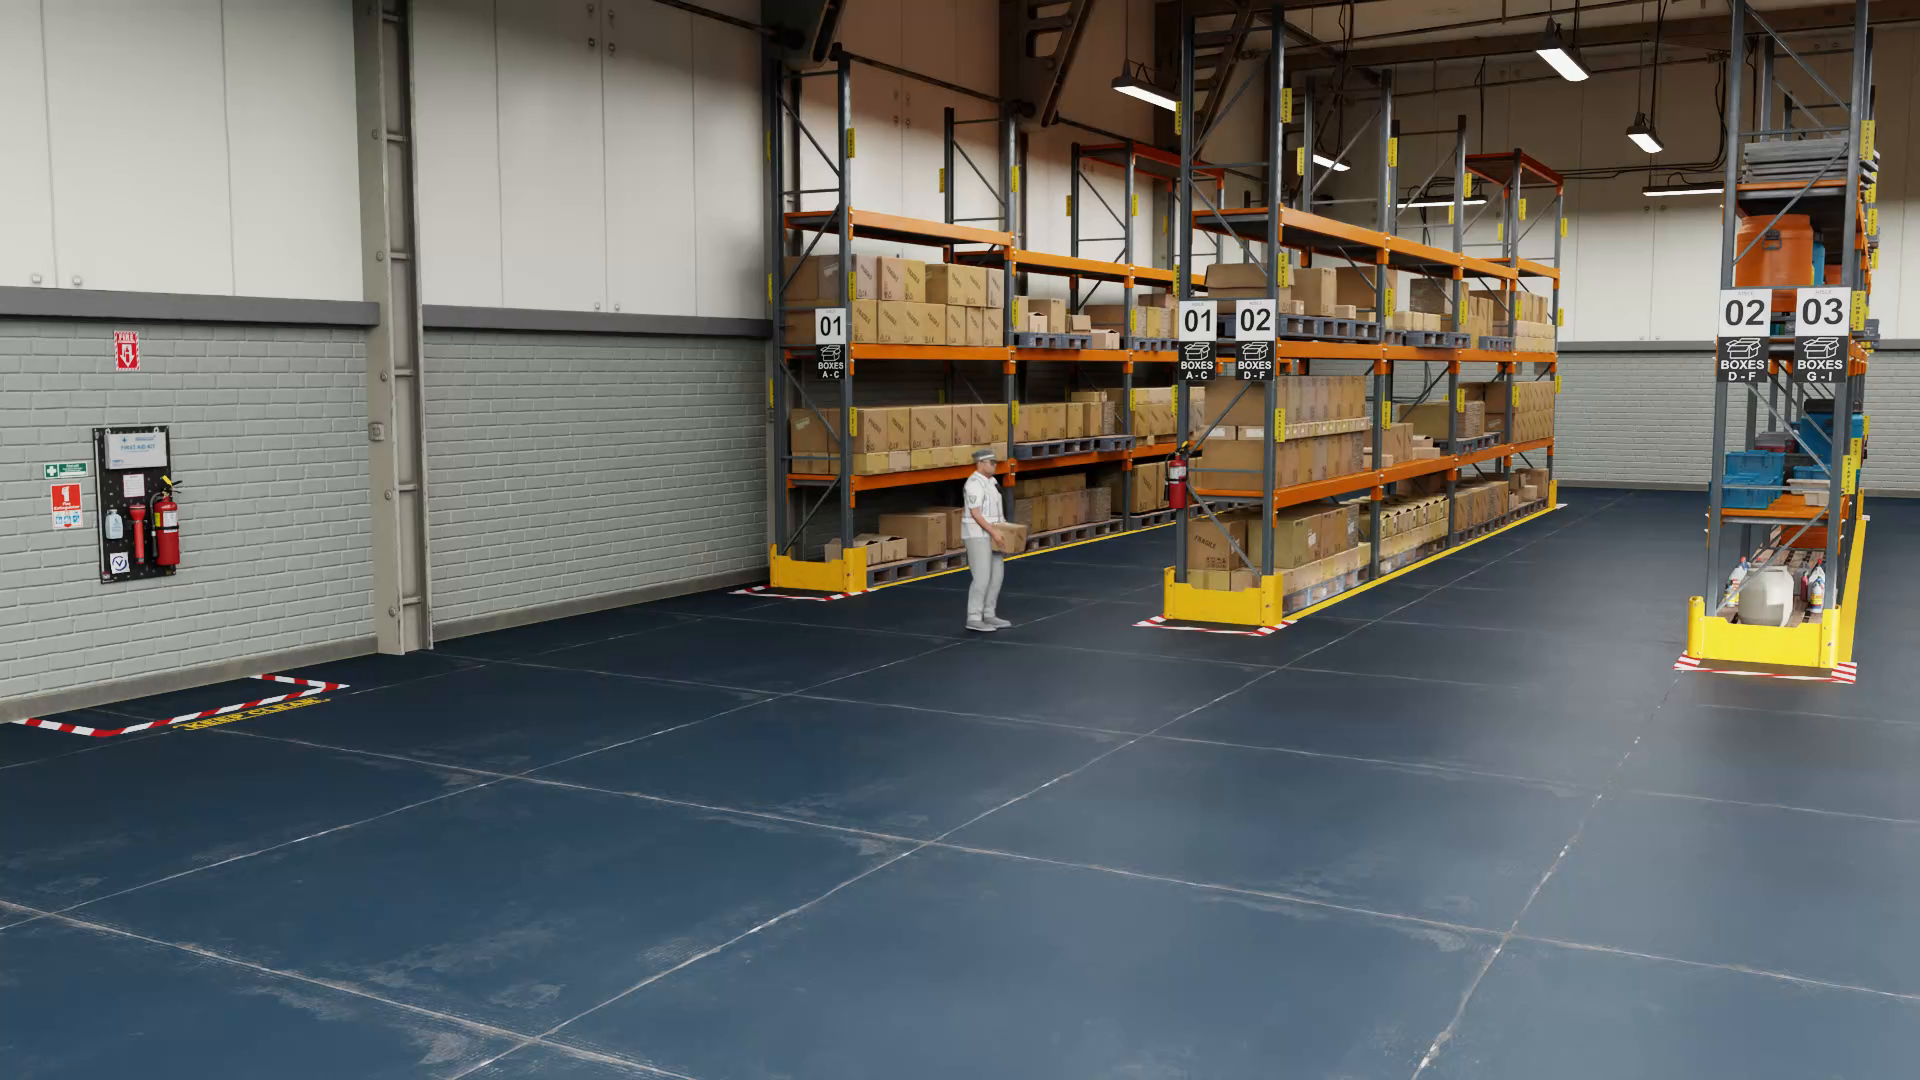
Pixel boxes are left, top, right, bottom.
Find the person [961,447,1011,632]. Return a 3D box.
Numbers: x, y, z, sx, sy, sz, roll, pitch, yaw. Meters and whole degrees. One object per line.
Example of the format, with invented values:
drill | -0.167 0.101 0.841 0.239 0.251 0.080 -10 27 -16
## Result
person | 0.287 -0.019 16.163 0.513 1.772 0.530 3 7 28
